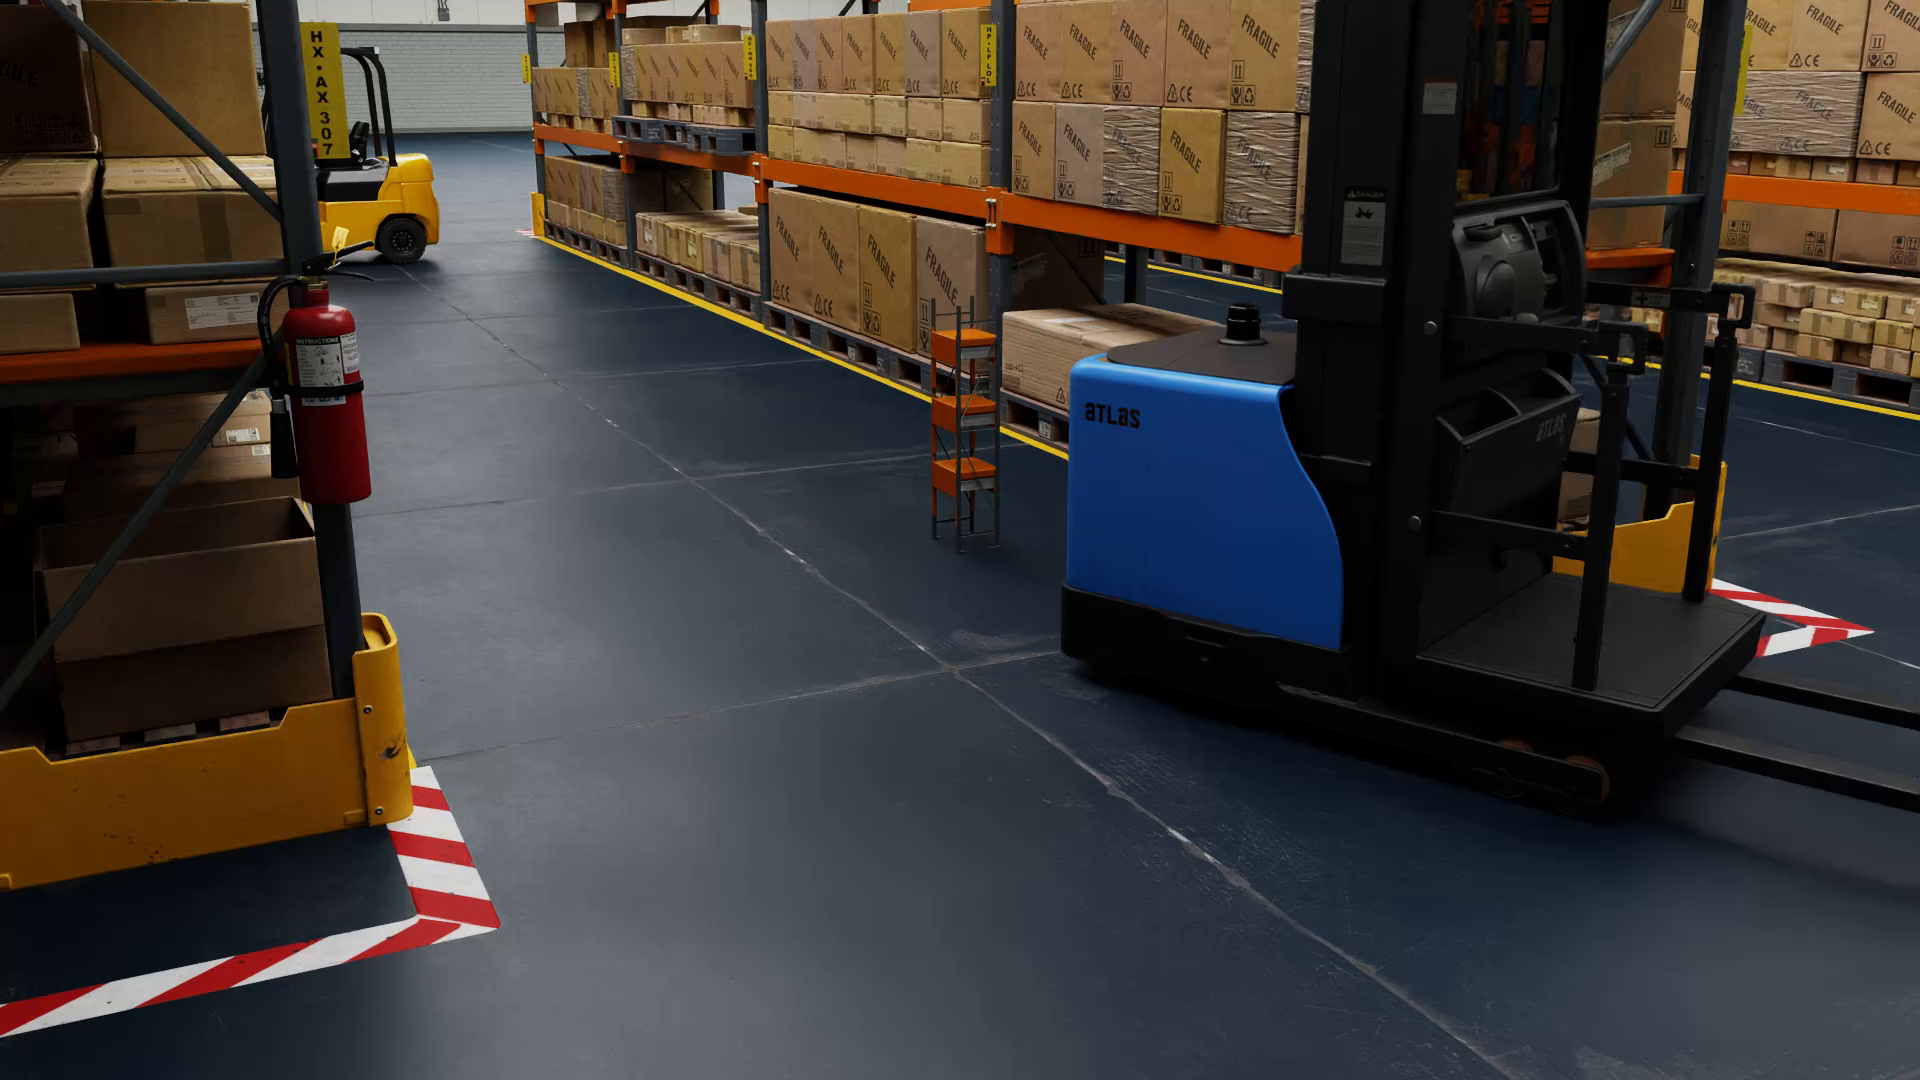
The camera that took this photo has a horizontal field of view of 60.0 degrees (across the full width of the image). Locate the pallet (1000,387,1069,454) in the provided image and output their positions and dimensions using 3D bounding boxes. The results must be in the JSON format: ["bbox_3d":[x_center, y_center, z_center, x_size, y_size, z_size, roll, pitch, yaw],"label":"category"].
[{"bbox_3d":[0.907,-0.683,9.248,1.003,0.211,1.213,-8,18,-25],"label":"pallet"}]

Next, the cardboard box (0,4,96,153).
[{"bbox_3d":[-3.403,-1.651,5.938,0.500,0.500,0.500,-8,18,-26],"label":"cardboard box"}]

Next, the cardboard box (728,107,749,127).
[{"bbox_3d":[-1.646,-3.405,13.372,0.380,0.149,0.250,-7,18,-24],"label":"cardboard box"}]

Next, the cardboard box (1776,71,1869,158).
[{"bbox_3d":[5.452,-2.631,10.261,0.500,0.500,0.500,-8,18,-26],"label":"cardboard box"}]

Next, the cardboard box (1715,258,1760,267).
[{"bbox_3d":[5.440,-1.905,11.781,0.380,0.149,0.250,-7,17,-23],"label":"cardboard box"}]

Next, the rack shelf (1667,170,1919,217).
[{"bbox_3d":[5.926,-2.003,10.096,1.077,0.370,4.000,-8,18,-25],"label":"rack shelf"}]

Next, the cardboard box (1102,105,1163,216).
[{"bbox_3d":[1.043,-1.872,8.155,0.500,0.500,0.500,-8,18,-25],"label":"cardboard box"}]

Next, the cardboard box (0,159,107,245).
[{"bbox_3d":[-2.941,-1.033,5.145,0.500,0.250,0.500,-7,17,-23],"label":"cardboard box"}]

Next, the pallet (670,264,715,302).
[{"bbox_3d":[-1.980,-2.369,15.123,1.003,0.211,1.213,-8,18,-25],"label":"pallet"}]

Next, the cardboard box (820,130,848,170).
[{"bbox_3d":[-0.655,-2.733,11.610,0.500,0.250,0.500,-7,17,-23],"label":"cardboard box"}]

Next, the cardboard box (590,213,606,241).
[{"bbox_3d":[-3.604,-3.330,17.641,0.500,0.250,0.500,-8,18,-26],"label":"cardboard box"}]

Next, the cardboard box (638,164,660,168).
[{"bbox_3d":[-3.121,-3.756,17.765,0.500,0.500,0.500,-7,17,-23],"label":"cardboard box"}]

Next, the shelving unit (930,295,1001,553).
[{"bbox_3d":[0.023,-0.491,7.060,0.215,1.050,0.252,-8,18,-25],"label":"shelving unit"}]

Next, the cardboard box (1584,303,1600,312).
[{"bbox_3d":[4.499,-1.998,12.546,0.500,0.500,0.500,-8,18,-26],"label":"cardboard box"}]

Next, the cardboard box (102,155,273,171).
[{"bbox_3d":[-2.467,-1.095,5.361,0.500,0.250,0.500,-8,18,-26],"label":"cardboard box"}]

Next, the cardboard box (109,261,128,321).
[{"bbox_3d":[-2.261,-0.741,4.851,0.380,0.149,0.250,-8,18,-26],"label":"cardboard box"}]

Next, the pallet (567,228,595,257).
[{"bbox_3d":[-3.725,-3.330,18.472,1.003,0.211,1.213,-8,18,-25],"label":"pallet"}]

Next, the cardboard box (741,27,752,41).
[{"bbox_3d":[-2.000,-4.588,15.143,0.380,0.149,0.250,-9,18,-27],"label":"cardboard box"}]

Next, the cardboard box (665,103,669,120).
[{"bbox_3d":[-2.426,-3.857,14.946,0.380,0.149,0.250,-8,18,-24],"label":"cardboard box"}]

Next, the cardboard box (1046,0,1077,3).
[{"bbox_3d":[0.676,-2.891,8.716,0.380,0.149,0.250,-7,18,-24],"label":"cardboard box"}]

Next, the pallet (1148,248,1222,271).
[{"bbox_3d":[2.489,-3.003,17.332,1.003,0.211,1.213,-8,18,-25],"label":"pallet"}]

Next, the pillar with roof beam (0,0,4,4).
[{"bbox_3d":[-5.709,-7.718,17.833,9.100,9.000,0.400,-8,18,-25],"label":"pillar with roof beam"}]

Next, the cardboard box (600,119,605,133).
[{"bbox_3d":[-3.531,-4.326,17.342,0.380,0.149,0.250,-8,18,-26],"label":"cardboard box"}]

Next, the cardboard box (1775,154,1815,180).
[{"bbox_3d":[5.389,-2.361,10.494,0.380,0.149,0.250,-7,18,-24],"label":"cardboard box"}]

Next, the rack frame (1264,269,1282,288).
[{"bbox_3d":[3.297,-3.836,15.181,1.000,3.000,0.127,-8,18,-25],"label":"rack frame"}]

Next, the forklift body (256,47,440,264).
[{"bbox_3d":[-6.603,-3.938,17.076,2.313,2.155,1.214,-8,18,-25],"label":"forklift body"}]

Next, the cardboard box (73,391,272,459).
[{"bbox_3d":[-3.041,-0.266,6.511,0.700,0.500,0.500,-8,18,-27],"label":"cardboard box"}]

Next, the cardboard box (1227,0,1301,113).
[{"bbox_3d":[1.502,-2.098,7.130,0.500,0.500,0.500,-8,18,-25],"label":"cardboard box"}]

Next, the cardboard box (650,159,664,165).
[{"bbox_3d":[-3.104,-4.102,17.794,0.380,0.149,0.250,-7,17,-23],"label":"cardboard box"}]

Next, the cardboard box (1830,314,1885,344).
[{"bbox_3d":[5.605,-1.310,10.245,0.380,0.149,0.250,-7,18,-24],"label":"cardboard box"}]

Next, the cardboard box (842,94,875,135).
[{"bbox_3d":[-0.465,-2.845,11.093,0.500,0.250,0.500,-7,18,-24],"label":"cardboard box"}]

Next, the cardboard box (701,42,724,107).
[{"bbox_3d":[-1.794,-3.812,13.615,0.500,0.500,0.500,-8,18,-26],"label":"cardboard box"}]

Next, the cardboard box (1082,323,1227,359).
[{"bbox_3d":[1.215,-0.801,8.488,0.875,0.438,0.875,-8,18,-27],"label":"cardboard box"}]

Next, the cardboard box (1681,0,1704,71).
[{"bbox_3d":[5.028,-3.375,11.040,0.500,0.500,0.500,-7,18,-24],"label":"cardboard box"}]

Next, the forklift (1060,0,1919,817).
[{"bbox_3d":[1.806,-0.809,4.758,3.031,2.935,1.130,13,20,37],"label":"forklift"}]

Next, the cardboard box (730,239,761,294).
[{"bbox_3d":[-1.347,-2.293,13.807,0.950,0.372,0.625,-9,18,-29],"label":"cardboard box"}]

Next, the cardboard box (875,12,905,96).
[{"bbox_3d":[-0.215,-3.086,10.572,0.500,0.500,0.500,-7,17,-23],"label":"cardboard box"}]

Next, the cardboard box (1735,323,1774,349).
[{"bbox_3d":[5.349,-1.369,10.990,0.380,0.149,0.250,-8,18,-26],"label":"cardboard box"}]

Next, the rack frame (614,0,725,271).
[{"bbox_3d":[-2.861,-4.205,16.466,1.000,3.000,0.127,-8,18,-25],"label":"rack frame"}]

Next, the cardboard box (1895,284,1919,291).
[{"bbox_3d":[6.087,-1.516,10.424,0.380,0.149,0.250,-8,18,-25],"label":"cardboard box"}]

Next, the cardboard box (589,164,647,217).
[{"bbox_3d":[-3.585,-3.686,17.521,0.500,0.500,0.500,-7,18,-24],"label":"cardboard box"}]

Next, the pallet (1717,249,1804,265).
[{"bbox_3d":[8.078,-2.866,16.854,1.003,0.211,1.213,-8,18,-25],"label":"pallet"}]

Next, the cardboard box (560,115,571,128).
[{"bbox_3d":[-4.270,-4.702,18.653,0.380,0.149,0.250,-7,17,-23],"label":"cardboard box"}]

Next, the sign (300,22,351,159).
[{"bbox_3d":[-1.576,-1.111,4.113,0.100,0.325,0.005,-8,18,-25],"label":"sign"}]

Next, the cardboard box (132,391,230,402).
[{"bbox_3d":[-3.826,-0.768,8.260,0.500,0.500,0.500,-7,17,-22],"label":"cardboard box"}]

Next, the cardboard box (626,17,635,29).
[{"bbox_3d":[-3.063,-5.141,17.195,0.700,0.500,0.500,-8,18,-25],"label":"cardboard box"}]

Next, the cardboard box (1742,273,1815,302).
[{"bbox_3d":[5.372,-1.658,10.917,0.380,0.149,0.250,-8,18,-26],"label":"cardboard box"}]

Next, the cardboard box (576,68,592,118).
[{"bbox_3d":[-3.742,-4.731,17.579,0.500,0.500,0.500,-7,17,-23],"label":"cardboard box"}]

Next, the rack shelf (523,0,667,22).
[{"bbox_3d":[-3.737,-5.797,17.880,1.077,0.370,4.000,-8,18,-25],"label":"rack shelf"}]
